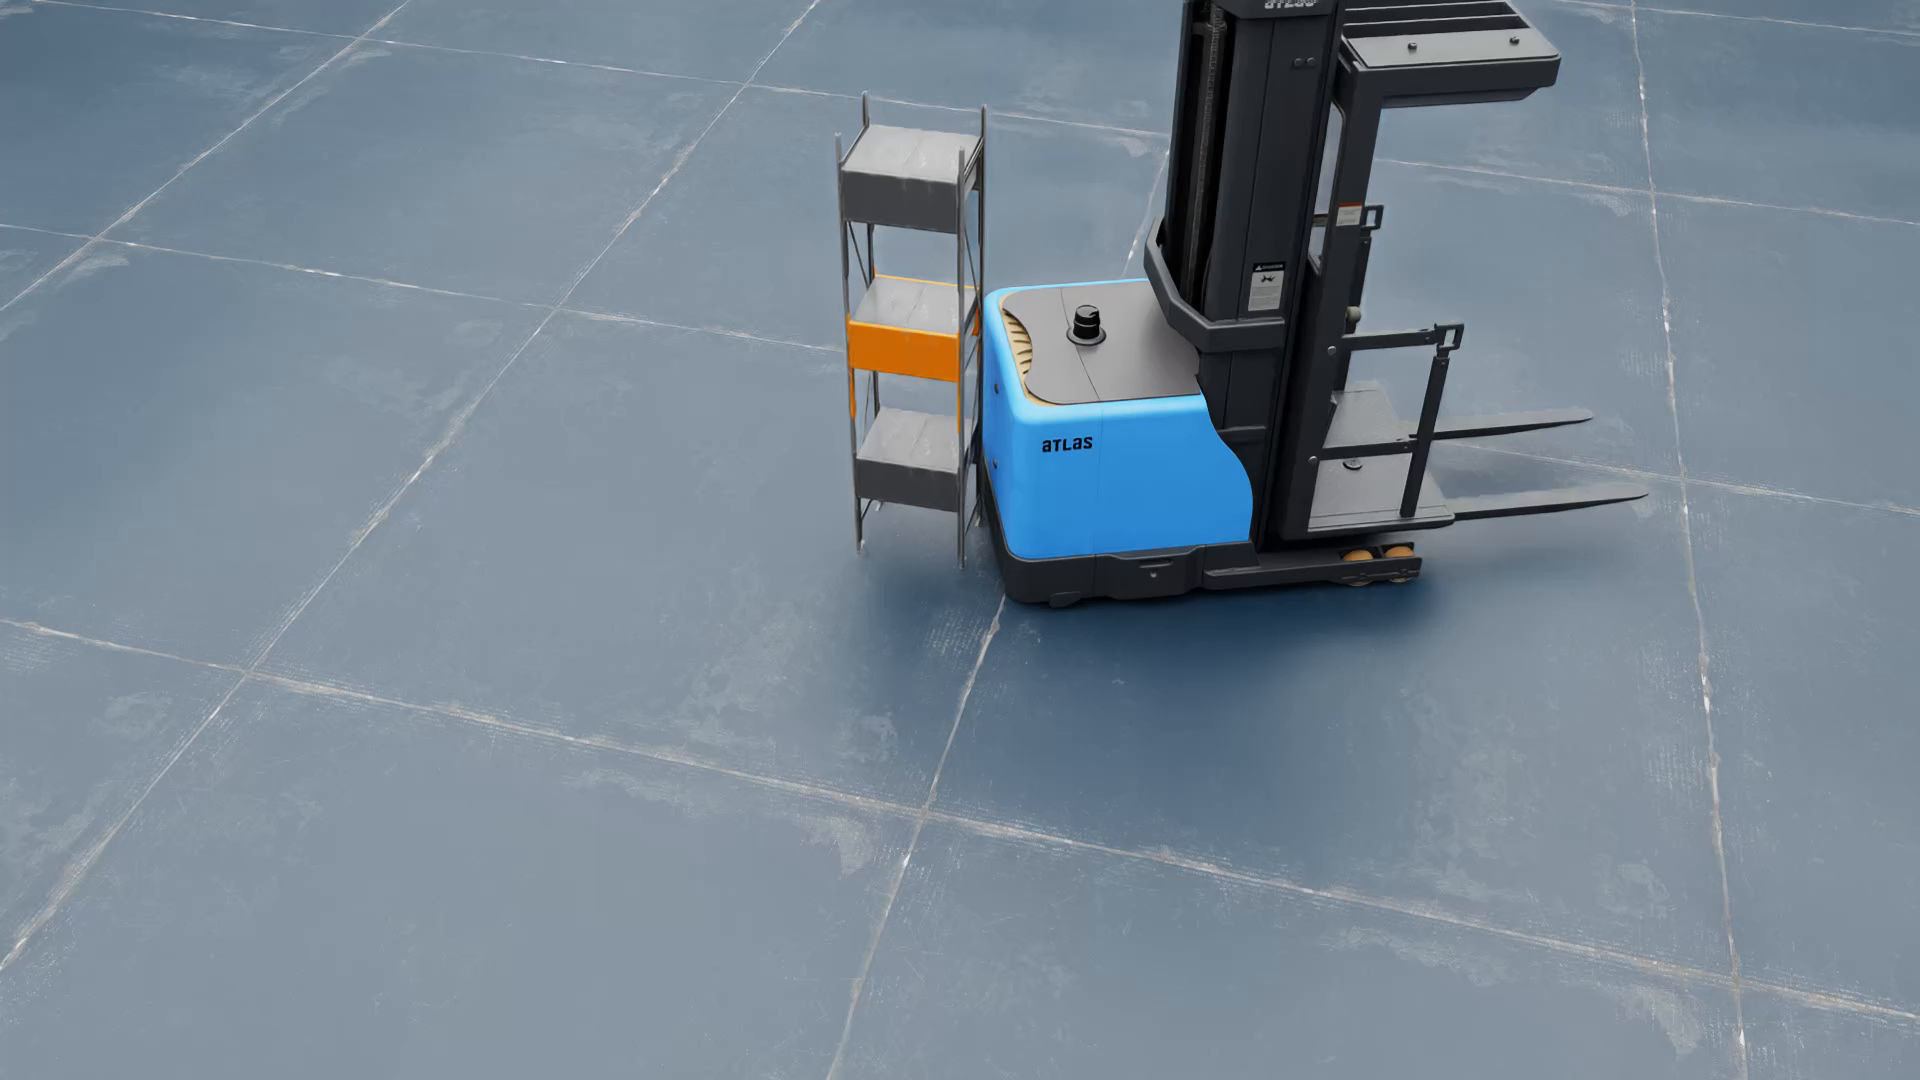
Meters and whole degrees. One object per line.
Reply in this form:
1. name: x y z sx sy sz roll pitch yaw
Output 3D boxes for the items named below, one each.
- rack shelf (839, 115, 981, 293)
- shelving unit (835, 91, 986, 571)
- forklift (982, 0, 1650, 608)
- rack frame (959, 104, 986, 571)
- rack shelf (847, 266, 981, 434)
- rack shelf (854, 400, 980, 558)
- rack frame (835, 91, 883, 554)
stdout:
1. rack shelf: -0.187 -1.353 6.685 0.480 0.518 0.431 9 41 10
2. shelving unit: -0.187 -0.827 7.127 0.503 2.100 0.431 9 41 10
3. forklift: 1.644 -1.247 6.980 3.031 2.935 1.130 -5 40 -6
4. rack frame: 0.050 -0.790 7.082 0.015 2.100 0.400 9 41 10
5. rack shelf: -0.187 -0.817 7.135 0.480 0.518 0.431 9 41 10
6. rack shelf: -0.187 -0.280 7.586 0.480 0.518 0.431 9 41 10
7. rack frame: -0.424 -0.864 7.171 0.015 2.100 0.400 9 41 10
